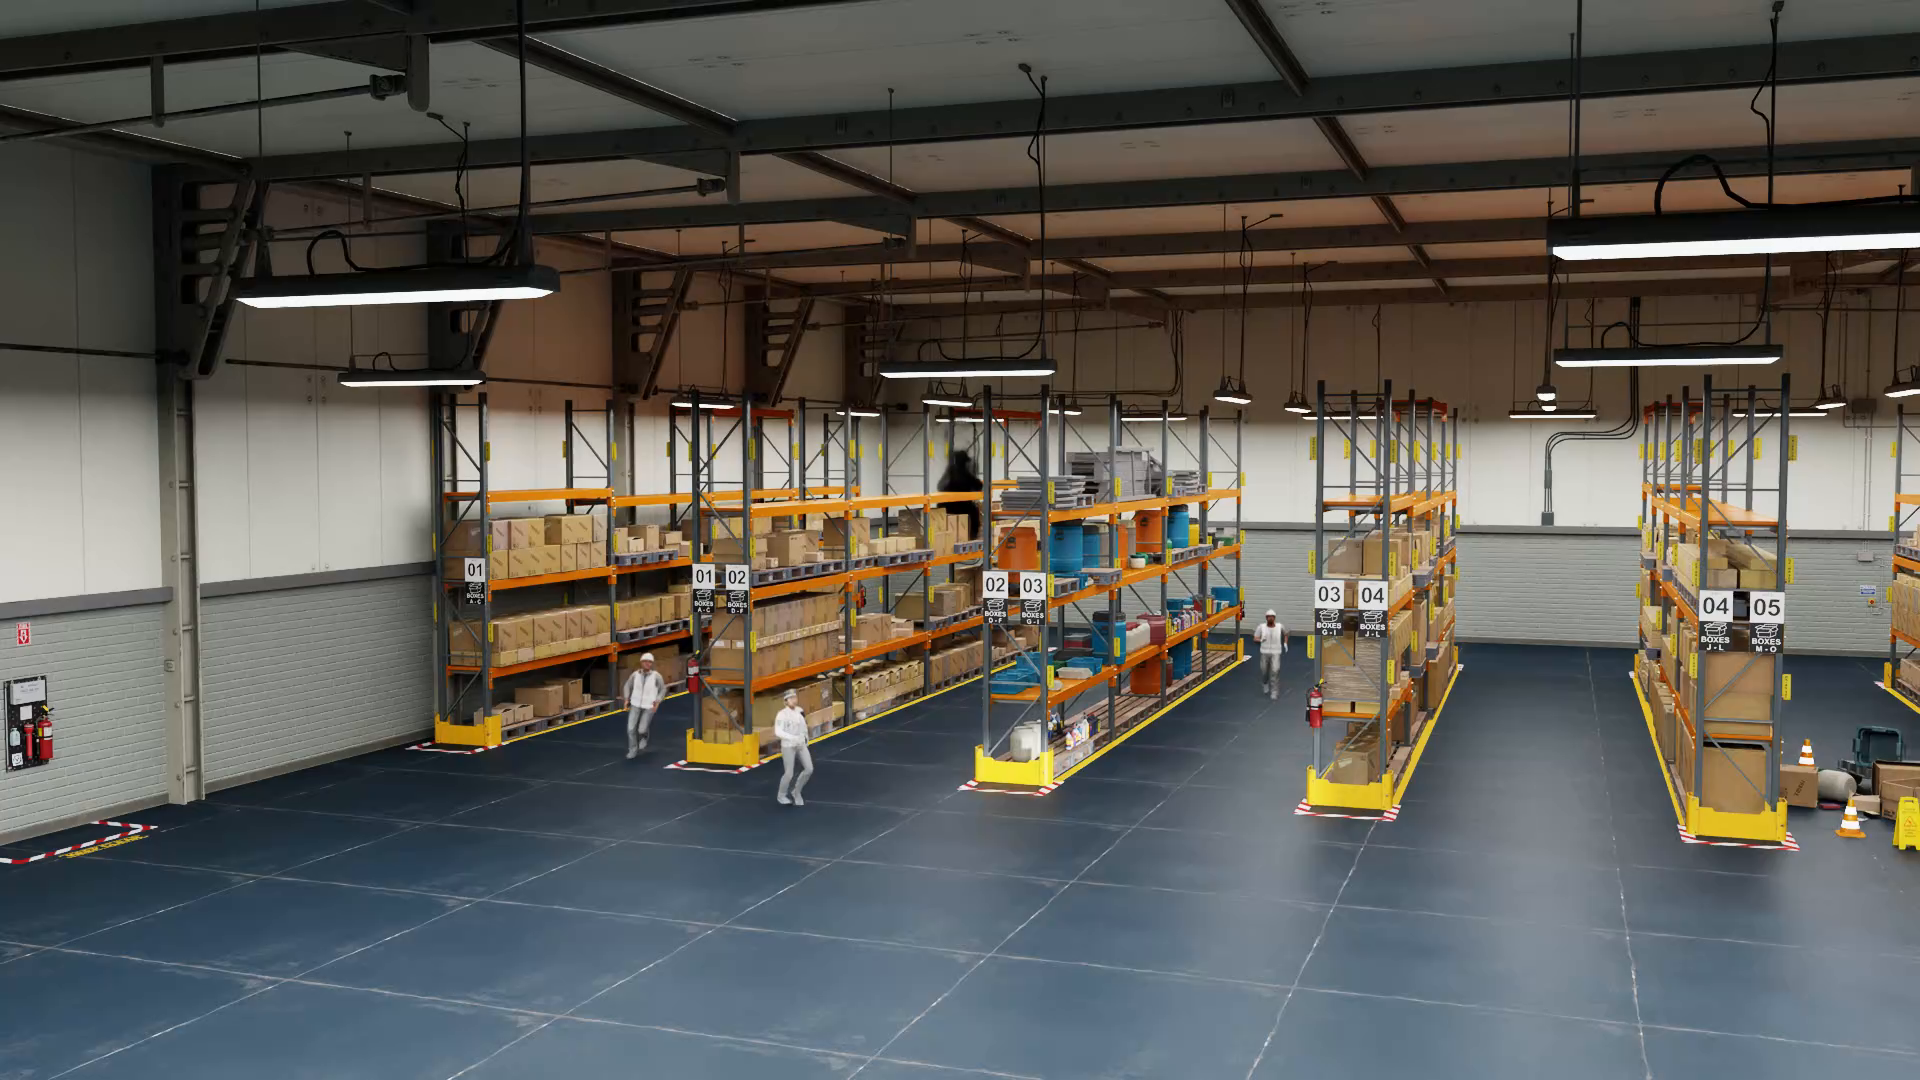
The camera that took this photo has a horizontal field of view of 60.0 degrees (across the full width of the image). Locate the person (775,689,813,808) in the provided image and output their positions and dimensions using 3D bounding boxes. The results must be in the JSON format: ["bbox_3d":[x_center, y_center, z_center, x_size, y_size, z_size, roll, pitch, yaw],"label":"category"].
[{"bbox_3d":[-2.335,2.921,23.410,0.619,1.685,0.644,-2,4,-39],"label":"person"}]

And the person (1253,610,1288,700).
[{"bbox_3d":[6.276,2.292,33.600,0.693,1.760,1.002,1,3,12],"label":"person"}]

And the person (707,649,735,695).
[{"bbox_3d":[-4.468,2.451,31.480,0.720,1.746,0.912,1,3,15],"label":"person"}]

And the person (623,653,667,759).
[{"bbox_3d":[-5.175,2.709,27.257,0.704,1.726,0.545,0,3,4],"label":"person"}]
